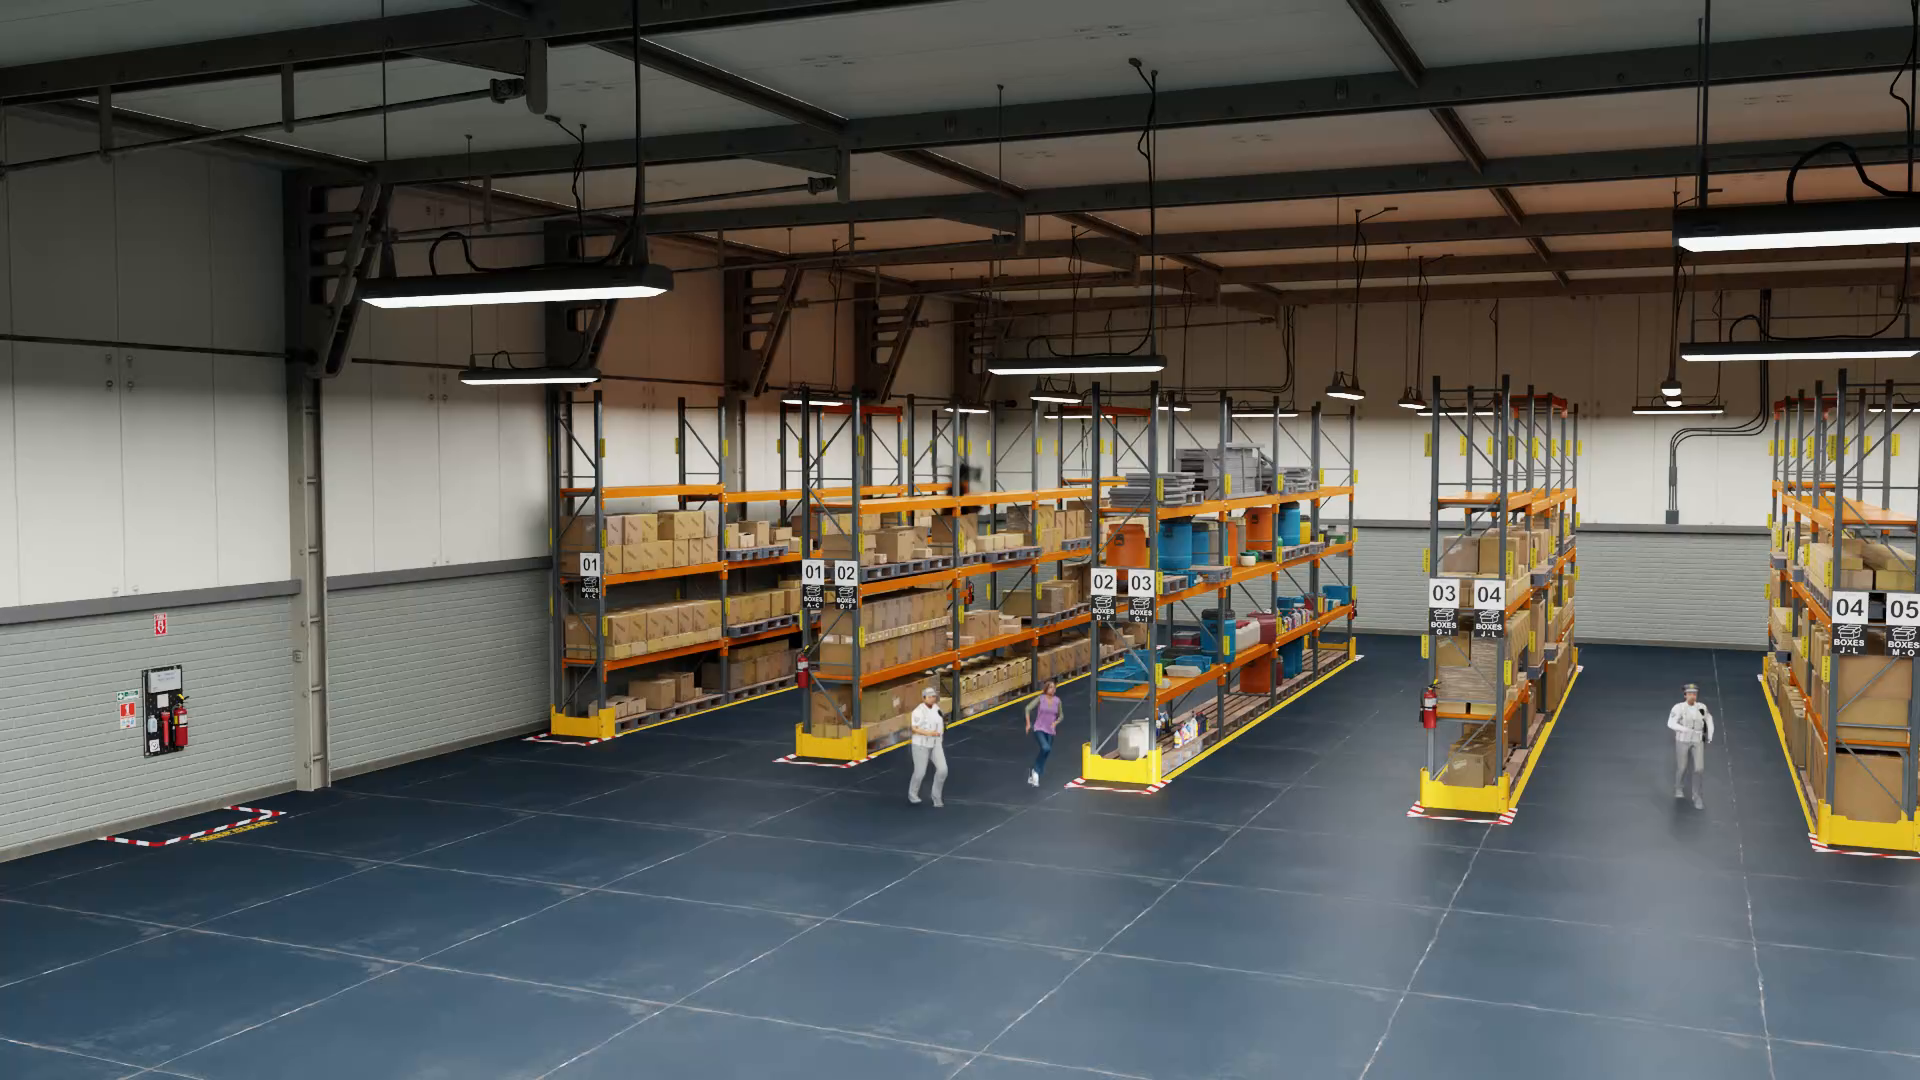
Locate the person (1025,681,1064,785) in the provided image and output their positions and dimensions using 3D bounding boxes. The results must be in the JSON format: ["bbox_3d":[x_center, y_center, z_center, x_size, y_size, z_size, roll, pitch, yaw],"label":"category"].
[{"bbox_3d":[1.278,2.854,24.623,0.535,1.535,0.596,-1,3,-18],"label":"person"}]

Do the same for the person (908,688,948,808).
[{"bbox_3d":[-0.438,2.913,23.189,0.617,1.731,0.717,-2,4,-37],"label":"person"}]

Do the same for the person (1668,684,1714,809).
[{"bbox_3d":[10.244,2.883,23.324,0.631,1.770,0.739,1,3,12],"label":"person"}]
